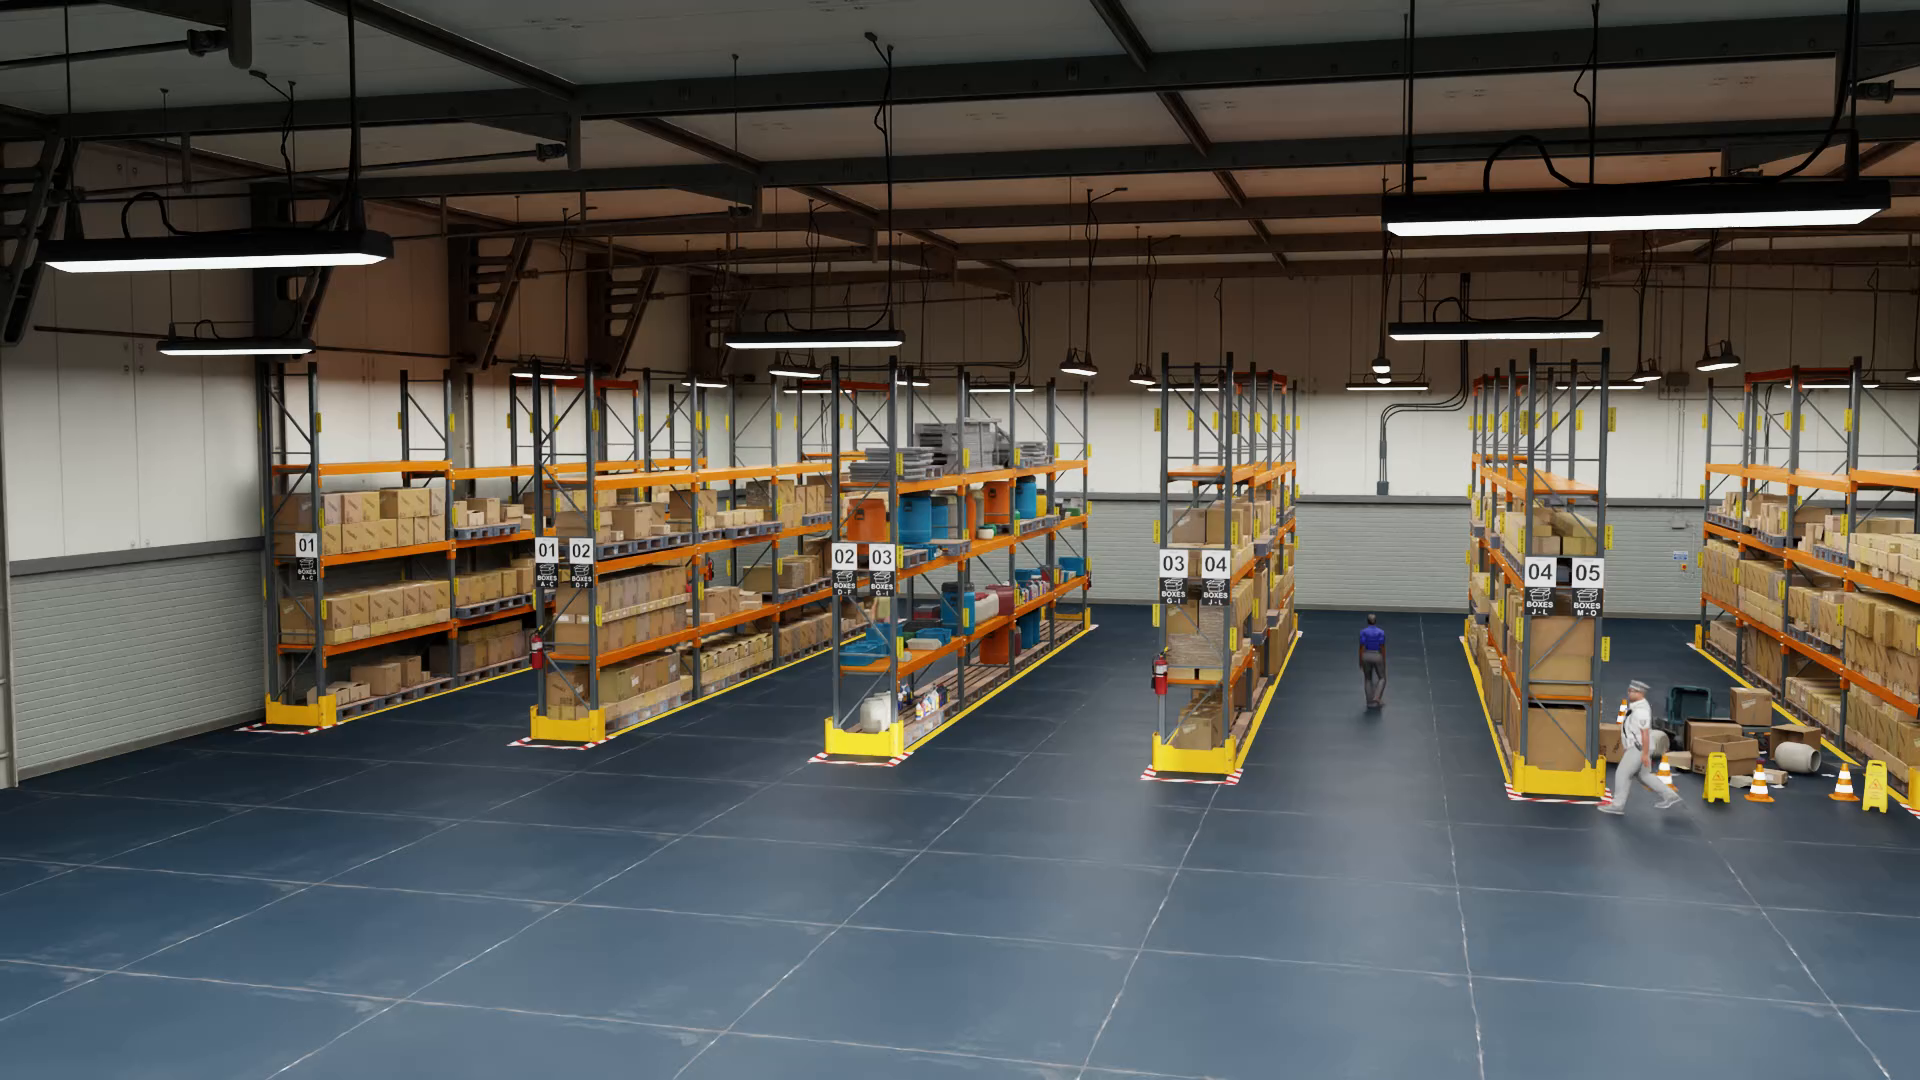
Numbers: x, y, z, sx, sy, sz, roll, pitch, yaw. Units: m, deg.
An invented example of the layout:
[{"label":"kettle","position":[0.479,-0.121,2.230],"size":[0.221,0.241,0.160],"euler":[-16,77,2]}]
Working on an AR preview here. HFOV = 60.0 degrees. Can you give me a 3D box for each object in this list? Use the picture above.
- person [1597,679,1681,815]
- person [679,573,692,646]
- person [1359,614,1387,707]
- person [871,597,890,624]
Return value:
[{"label":"person","position":[8.677,2.638,21.185],"size":[1.019,1.727,0.539],"euler":[1,4,15]},{"label":"person","position":[-6.030,1.588,36.298],"size":[0.576,1.726,0.497],"euler":[4,5,43]},{"label":"person","position":[7.266,2.125,29.245],"size":[0.507,1.656,0.518],"euler":[1,4,17]},{"label":"person","position":[-1.669,1.655,35.713],"size":[0.448,1.613,1.008],"euler":[1,4,20]}]
